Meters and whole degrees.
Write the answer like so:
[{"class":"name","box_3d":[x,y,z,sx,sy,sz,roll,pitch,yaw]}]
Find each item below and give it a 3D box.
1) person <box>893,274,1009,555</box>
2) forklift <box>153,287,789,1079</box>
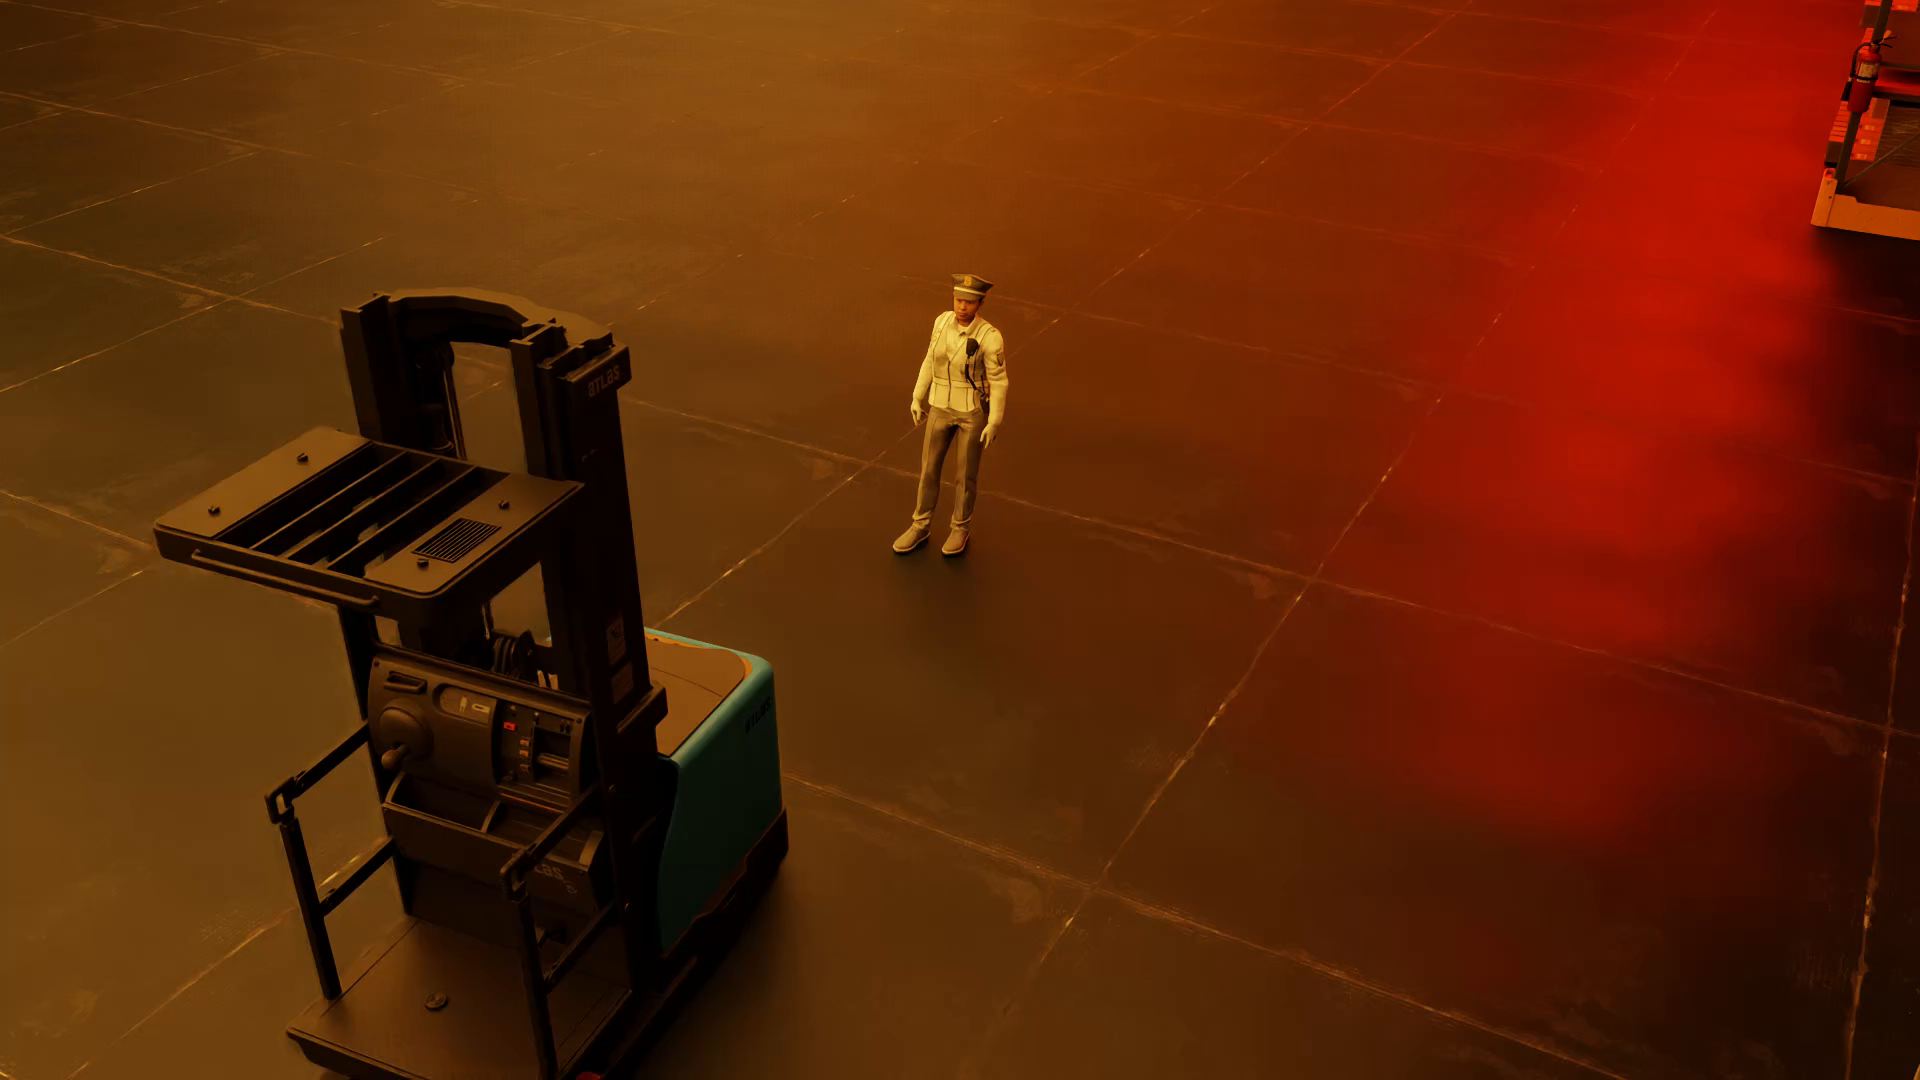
[{"class":"person","box_3d":[-0.040,-0.712,9.526,0.586,1.694,0.530,15,33,25]},{"class":"forklift","box_3d":[-1.818,0.740,5.788,1.130,2.935,3.031,12,32,20]}]
